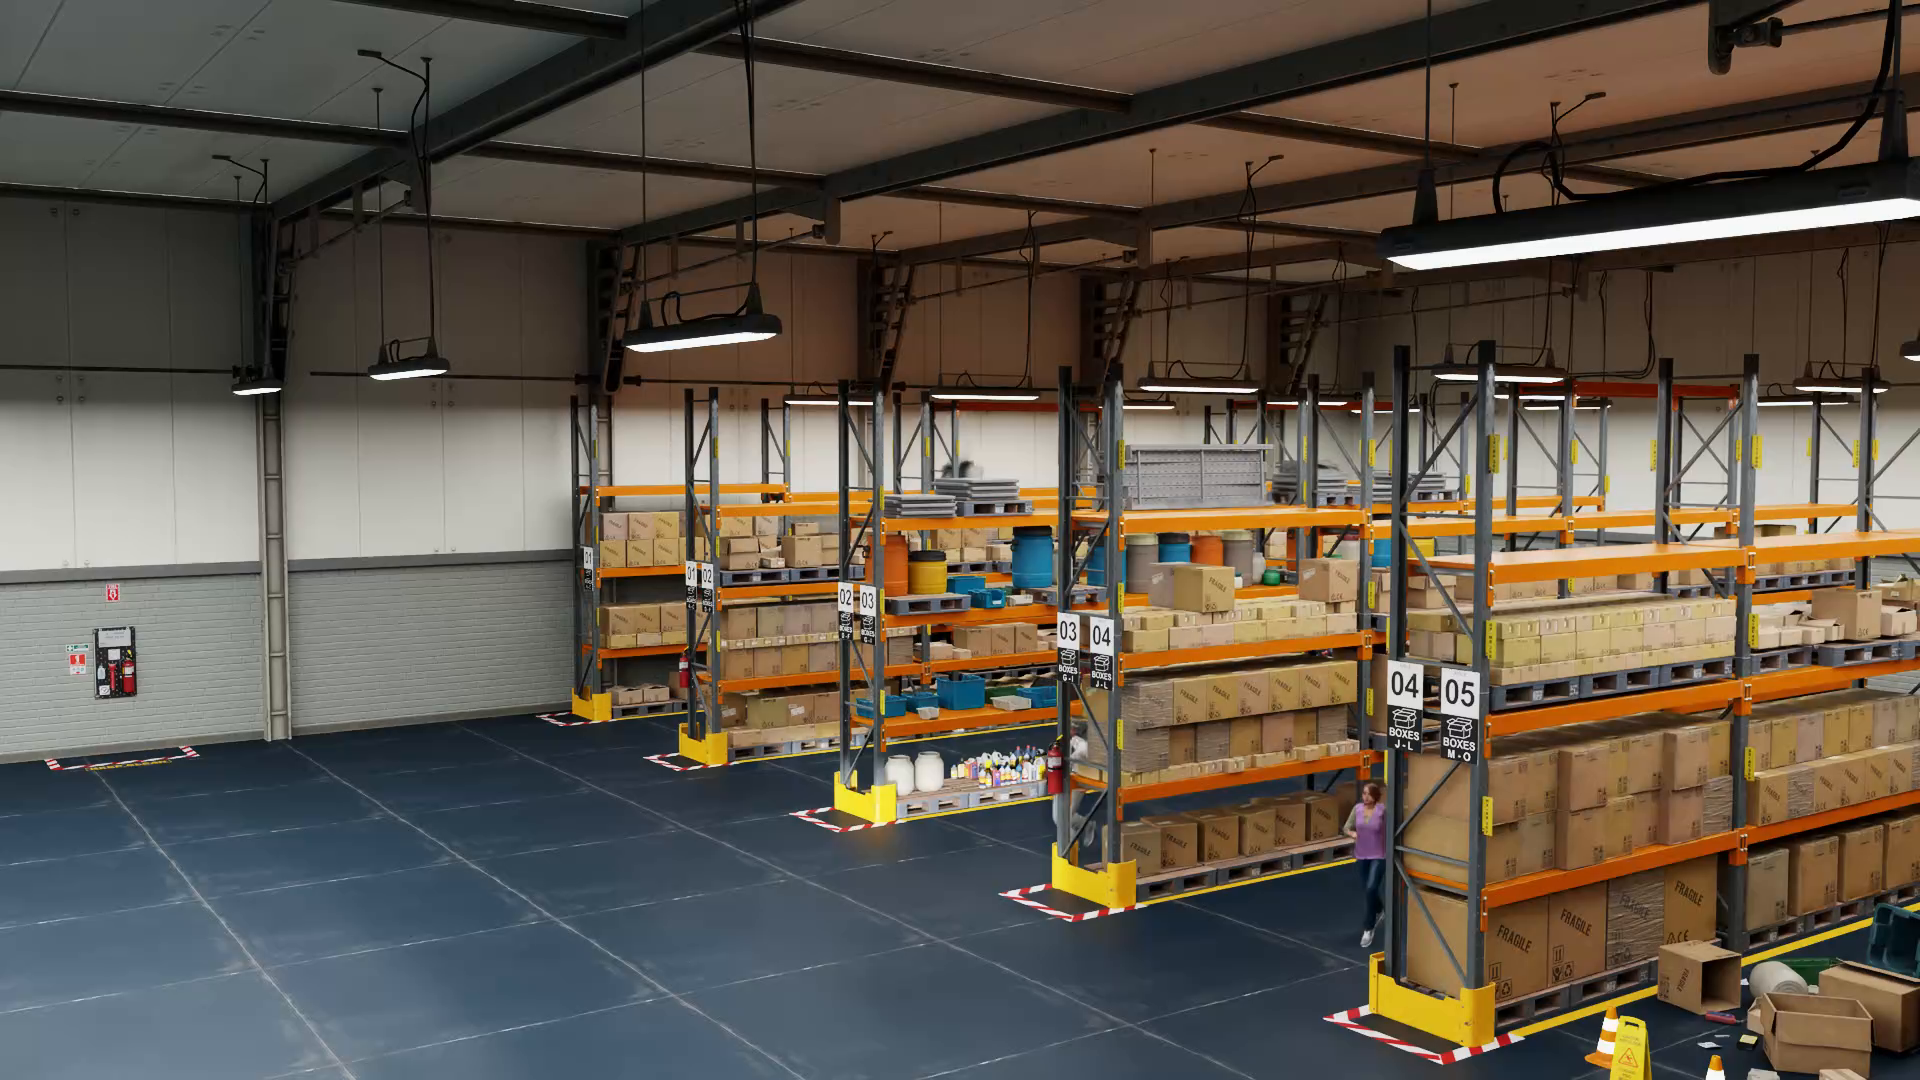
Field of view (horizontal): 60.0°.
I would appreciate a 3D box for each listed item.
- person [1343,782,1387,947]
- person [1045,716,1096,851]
[{"bbox_3d":[4.259,3.317,17.230,0.530,1.648,0.770,3,4,38],"label":"person"},{"bbox_3d":[1.352,3.049,20.699,0.585,1.752,0.705,-3,4,-37],"label":"person"}]
